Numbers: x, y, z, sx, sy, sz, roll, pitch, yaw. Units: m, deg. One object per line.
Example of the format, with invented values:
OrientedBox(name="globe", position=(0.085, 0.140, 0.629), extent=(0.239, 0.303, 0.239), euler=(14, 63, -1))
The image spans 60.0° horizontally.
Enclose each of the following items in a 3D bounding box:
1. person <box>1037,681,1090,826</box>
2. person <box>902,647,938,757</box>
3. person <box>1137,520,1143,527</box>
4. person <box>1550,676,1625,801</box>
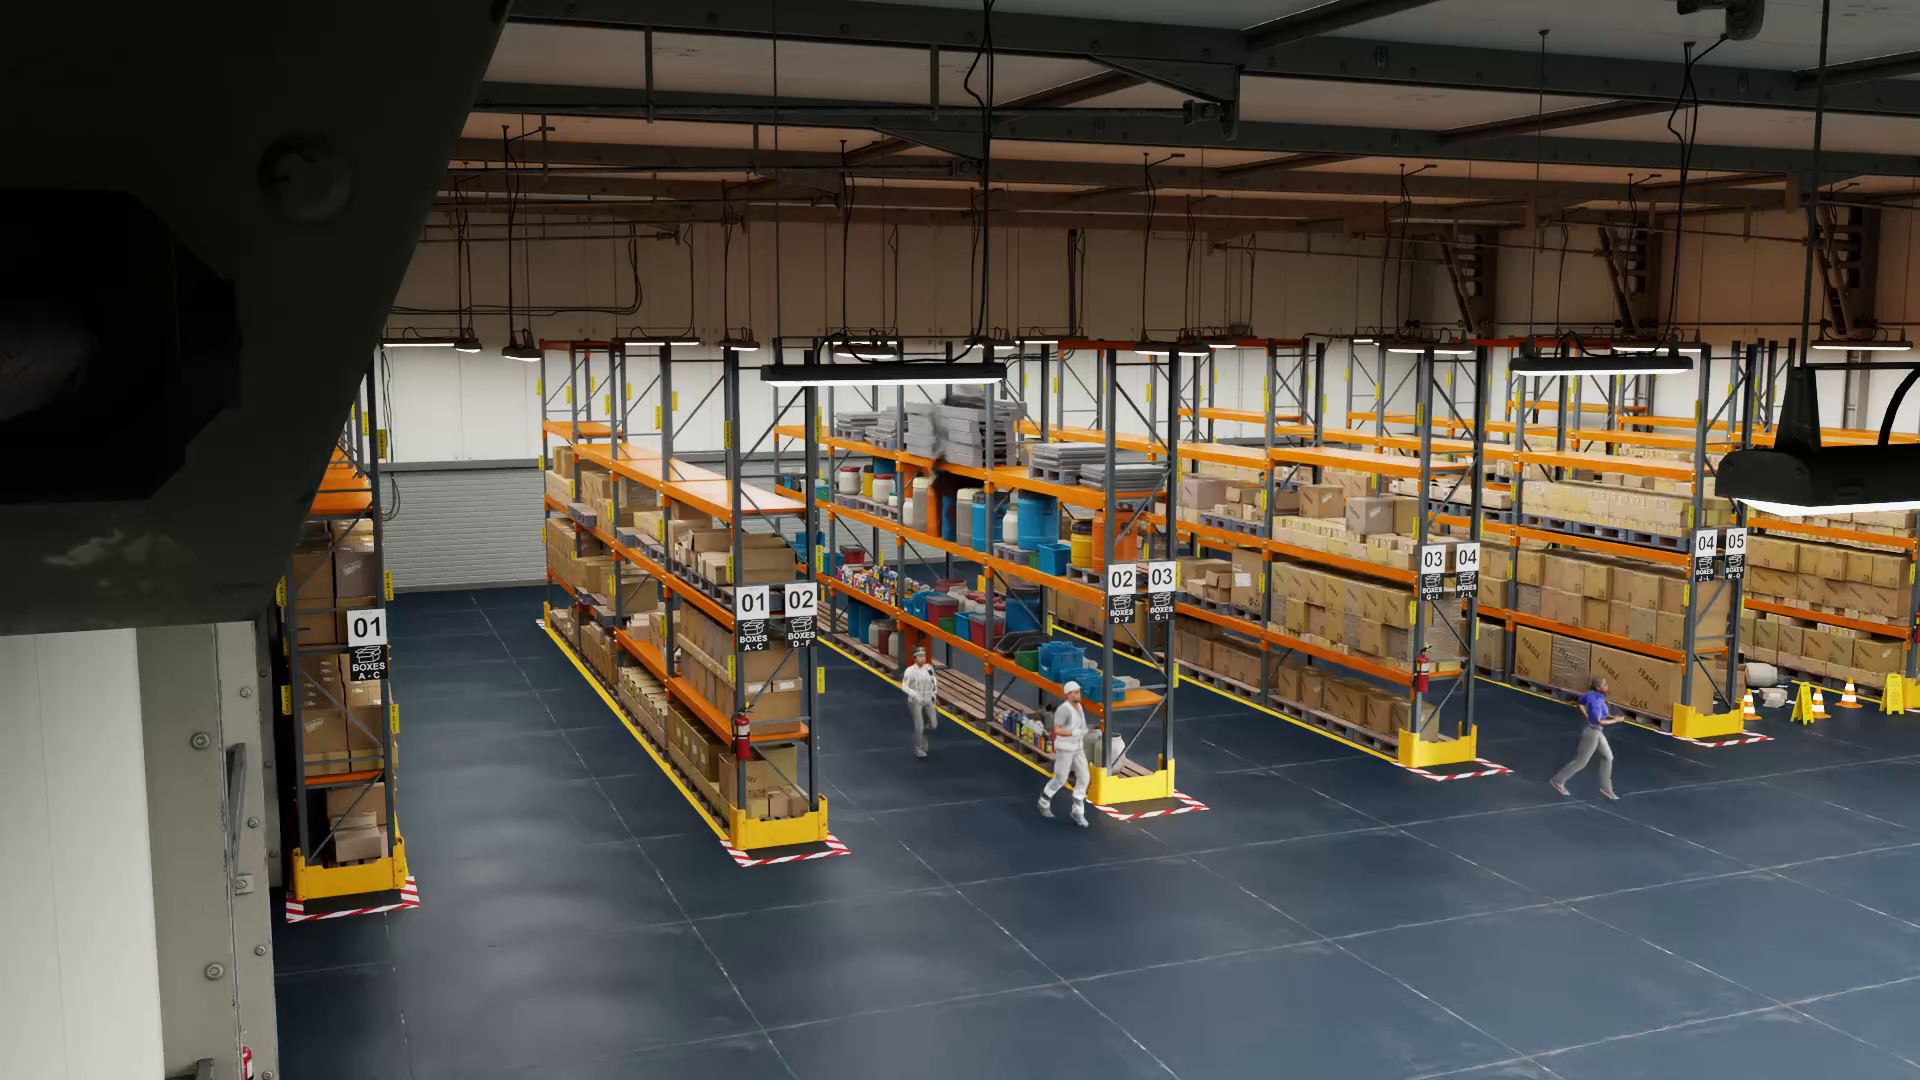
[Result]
OrientedBox(name="person", position=(1.357, 2.708, 21.186), extent=(0.743, 1.854, 0.667), euler=(5, 9, 36))
OrientedBox(name="person", position=(-0.538, 2.362, 24.222), extent=(0.589, 1.653, 0.528), euler=(-3, 8, -24))
OrientedBox(name="person", position=(4.238, 0.292, 40.016), extent=(0.677, 1.671, 0.852), euler=(2, 8, 12))
OrientedBox(name="person", position=(8.375, 2.647, 22.194), extent=(0.896, 1.688, 0.585), euler=(3, 8, 20))
